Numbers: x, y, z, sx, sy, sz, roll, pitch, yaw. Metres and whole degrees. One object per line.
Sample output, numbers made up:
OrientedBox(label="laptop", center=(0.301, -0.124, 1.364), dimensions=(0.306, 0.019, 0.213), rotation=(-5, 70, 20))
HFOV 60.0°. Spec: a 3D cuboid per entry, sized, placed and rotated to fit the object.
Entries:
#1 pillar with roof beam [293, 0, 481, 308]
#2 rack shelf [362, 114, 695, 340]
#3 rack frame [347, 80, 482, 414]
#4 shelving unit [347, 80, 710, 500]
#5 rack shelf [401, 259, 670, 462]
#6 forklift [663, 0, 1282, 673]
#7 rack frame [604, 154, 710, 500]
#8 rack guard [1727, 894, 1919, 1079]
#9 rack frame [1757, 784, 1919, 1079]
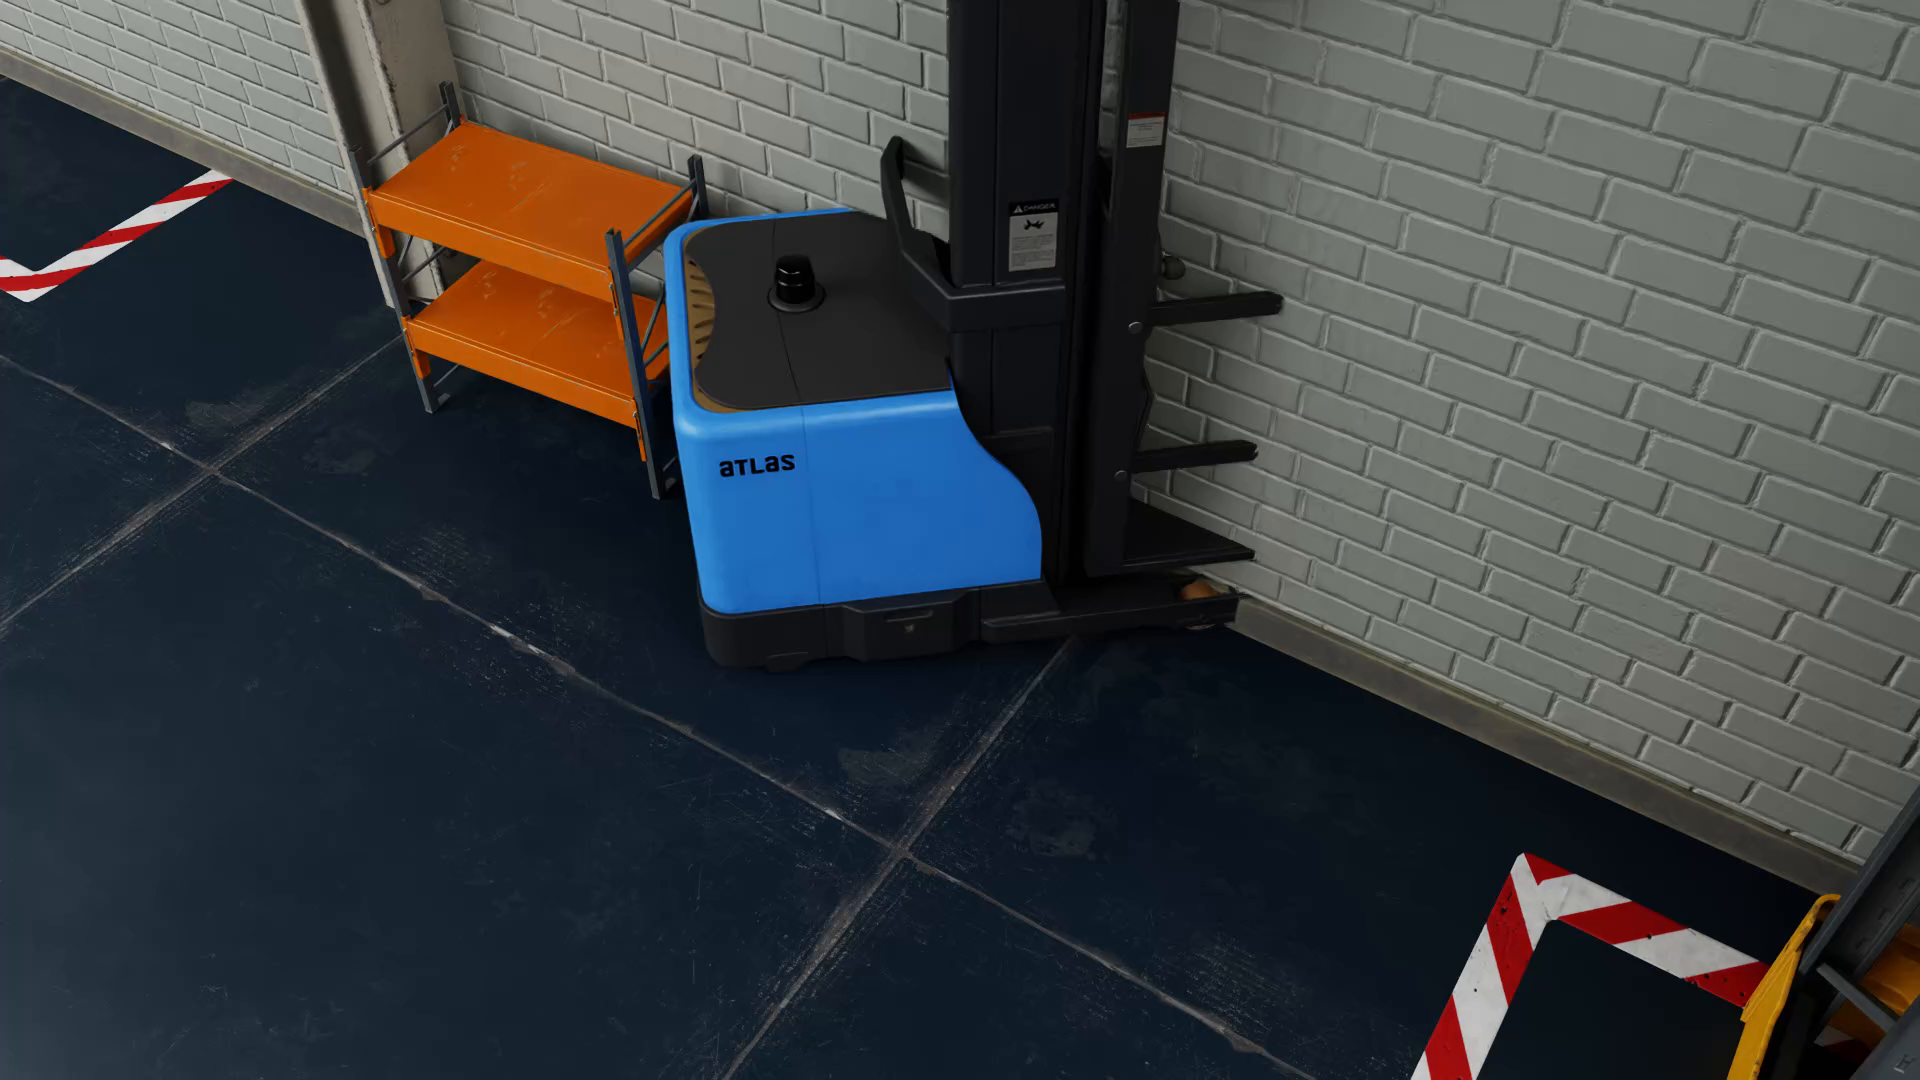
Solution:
OrientedBox(label="pillar with roof beam", center=(-4.378, -1.500, 0.933), dimensions=(0.400, 9.000, 9.100), rotation=(25, 51, 22))
OrientedBox(label="rack shelf", center=(-1.416, -1.067, 5.594), dimensions=(1.000, 0.278, 0.538), rotation=(20, 49, 18))
OrientedBox(label="rack frame", center=(-1.870, -1.028, 5.965), dimensions=(0.032, 1.125, 0.500), rotation=(20, 49, 18))
OrientedBox(label="shelving unit", center=(-1.416, -0.863, 5.804), dimensions=(1.048, 1.125, 0.538), rotation=(20, 49, 18))
OrientedBox(label="rack shelf", center=(-1.416, -0.693, 5.980), dimensions=(1.000, 0.278, 0.538), rotation=(20, 49, 18))
OrientedBox(label="forklift", center=(0.619, -1.097, 4.772), dimensions=(3.031, 2.935, 1.130), rotation=(-7, 46, -6))
OrientedBox(label="rack frame", center=(-0.963, -0.698, 5.644), dimensions=(0.032, 1.125, 0.500), rotation=(20, 49, 18))
OrientedBox(label="rack guard", center=(2.005, 1.467, 3.976), dimensions=(0.348, 0.500, 1.175), rotation=(25, 51, 22))
OrientedBox(label="rack frame", center=(1.941, 0.566, 3.108), dimensions=(0.127, 3.000, 1.000), rotation=(25, 51, 22))
